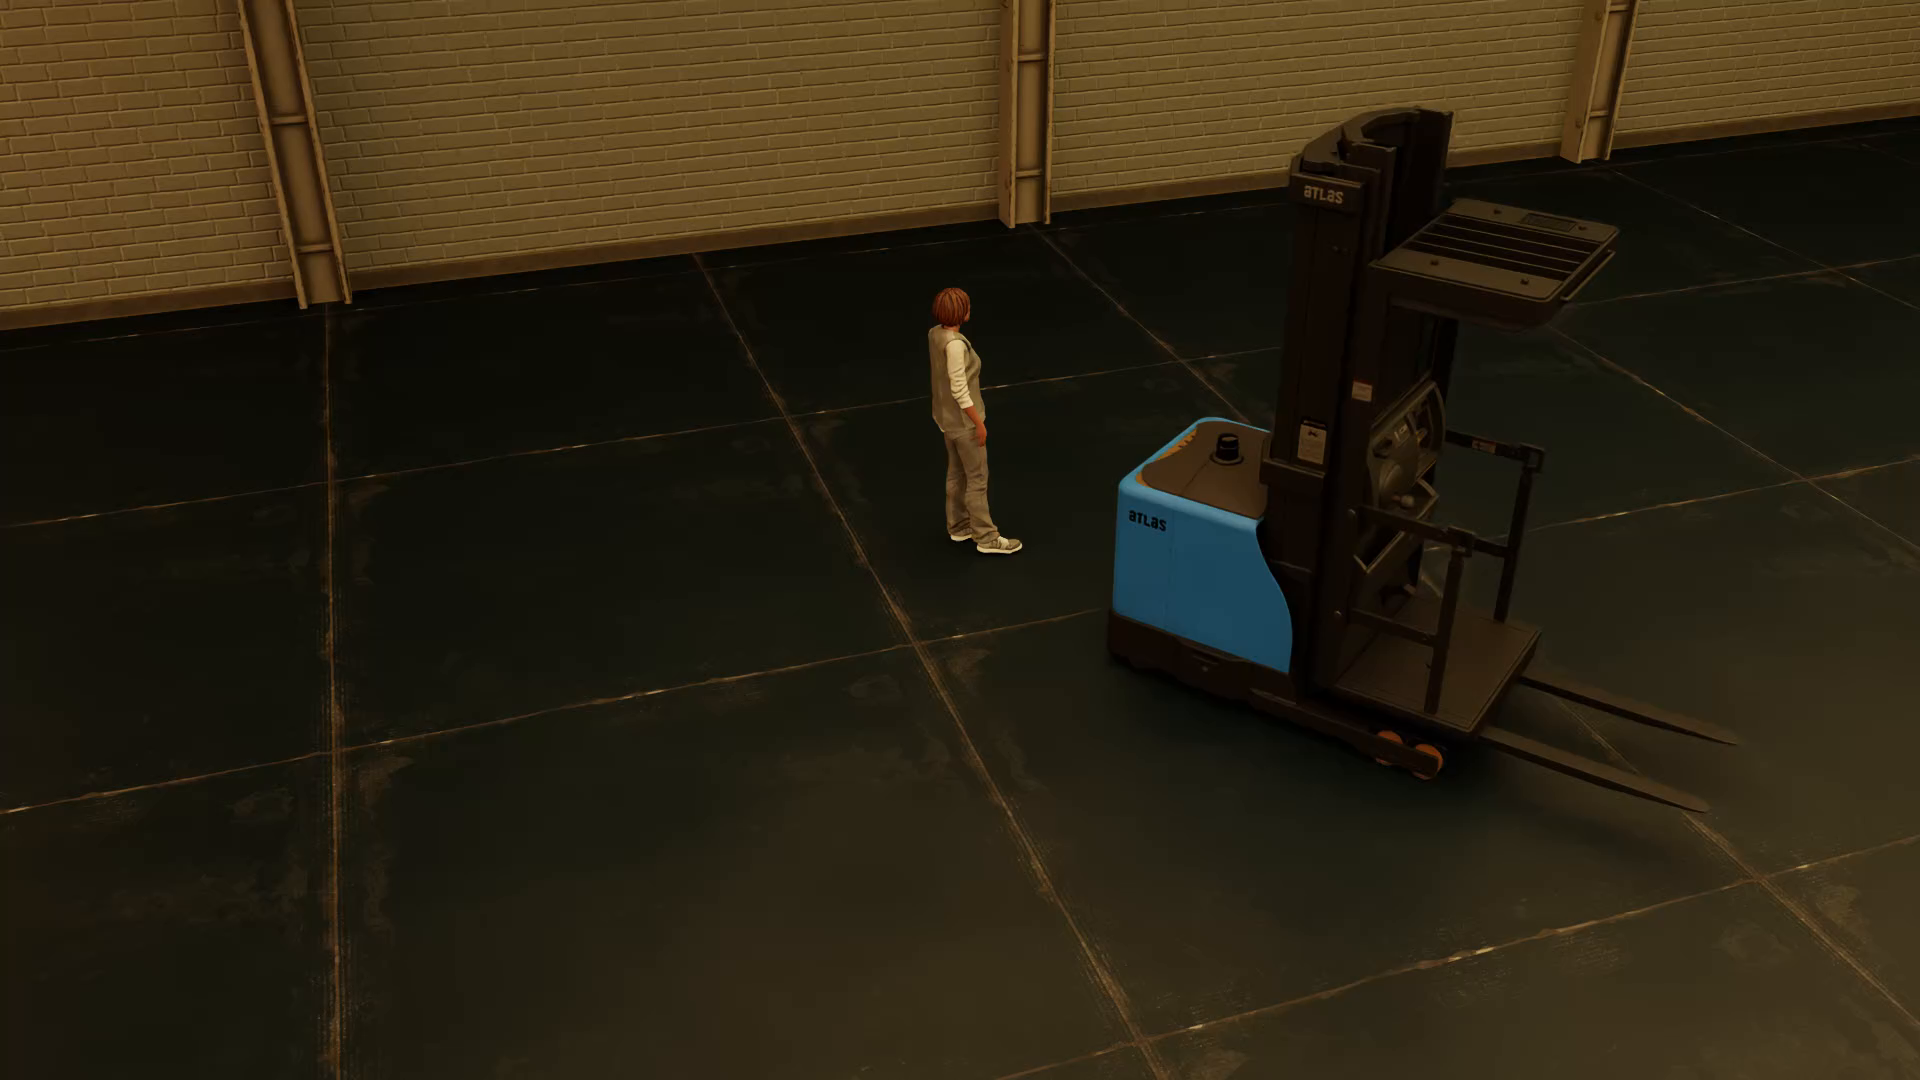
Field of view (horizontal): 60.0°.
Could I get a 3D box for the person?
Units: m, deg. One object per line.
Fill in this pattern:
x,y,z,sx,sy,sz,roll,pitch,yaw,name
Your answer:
0.075,-0.704,9.633,0.473,1.599,0.520,-10,31,-16,person

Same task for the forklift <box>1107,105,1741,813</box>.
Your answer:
2.291,-0.419,7.816,3.031,2.935,1.130,19,35,29,forklift
